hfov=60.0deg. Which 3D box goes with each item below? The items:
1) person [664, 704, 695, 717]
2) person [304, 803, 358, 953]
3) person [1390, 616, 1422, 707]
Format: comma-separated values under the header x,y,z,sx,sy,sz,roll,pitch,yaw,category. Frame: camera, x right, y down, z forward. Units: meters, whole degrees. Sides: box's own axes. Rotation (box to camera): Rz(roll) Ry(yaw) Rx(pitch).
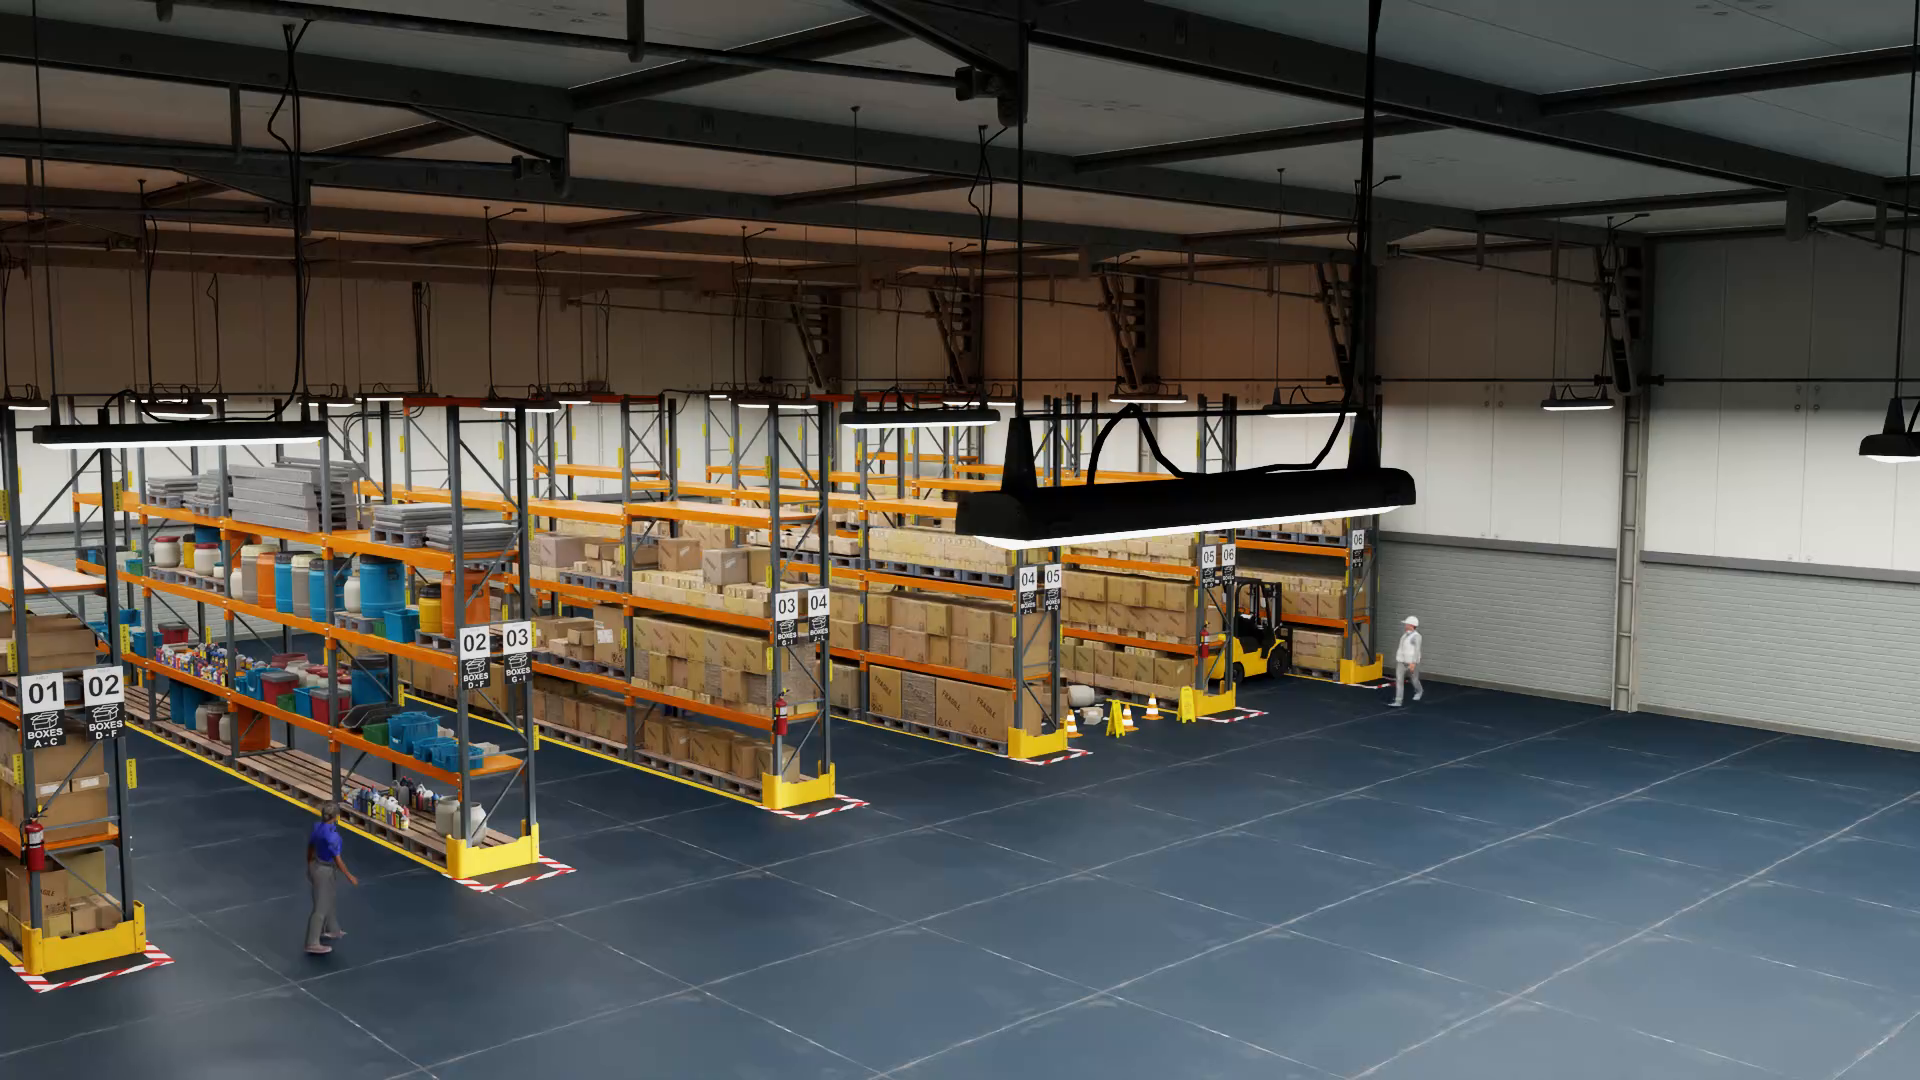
x,y,z,sx,sy,sz,roll,pitch,yaw,category
-5.247,2.524,31.003,0.570,1.644,0.519,-1,6,-9,person
-7.088,3.737,18.573,0.582,1.665,0.626,-4,7,-34,person
8.713,2.350,32.282,0.491,1.745,0.980,3,6,31,person
